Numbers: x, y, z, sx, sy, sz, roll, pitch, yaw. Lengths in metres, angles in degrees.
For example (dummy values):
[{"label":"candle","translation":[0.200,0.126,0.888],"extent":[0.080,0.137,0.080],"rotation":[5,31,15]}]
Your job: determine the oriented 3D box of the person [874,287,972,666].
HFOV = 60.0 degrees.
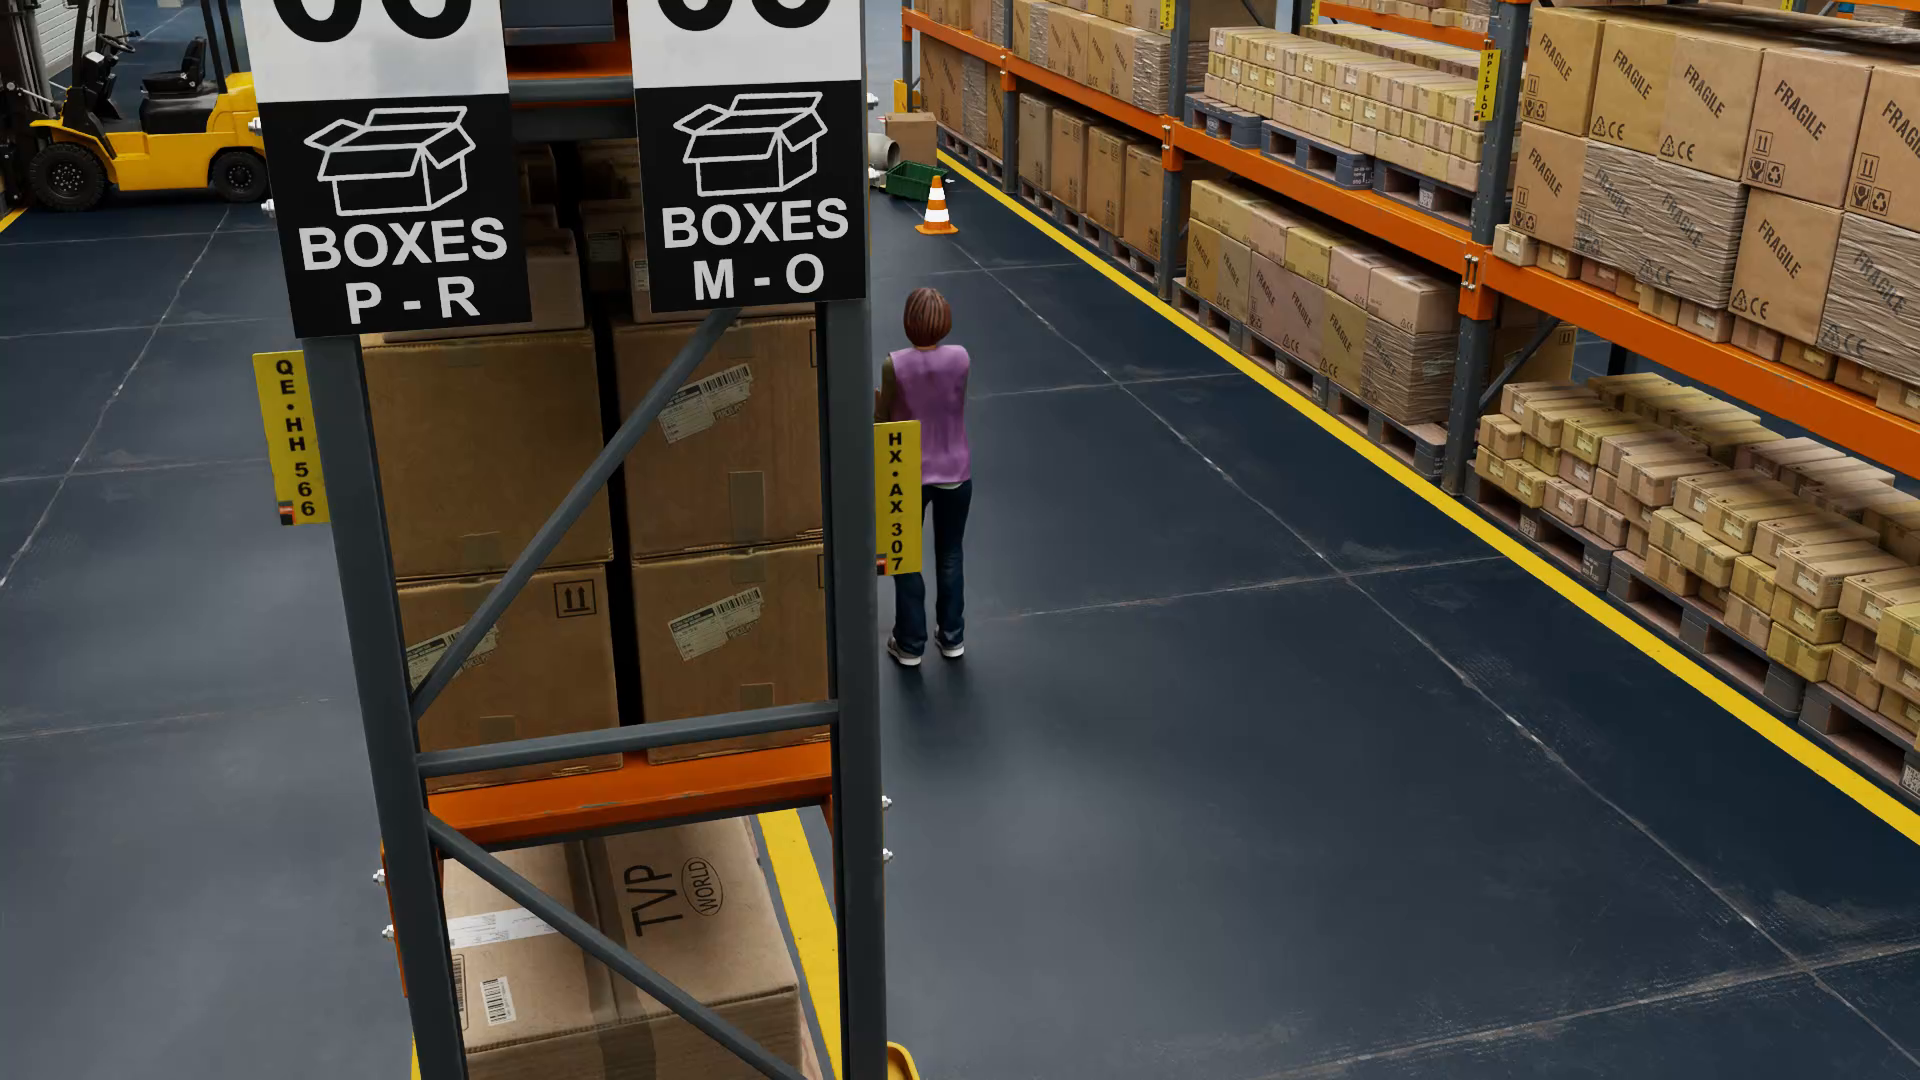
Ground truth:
[{"label":"person","translation":[-0.153,-0.271,6.755],"extent":[0.386,1.590,0.497],"rotation":[-6,24,-14]}]
